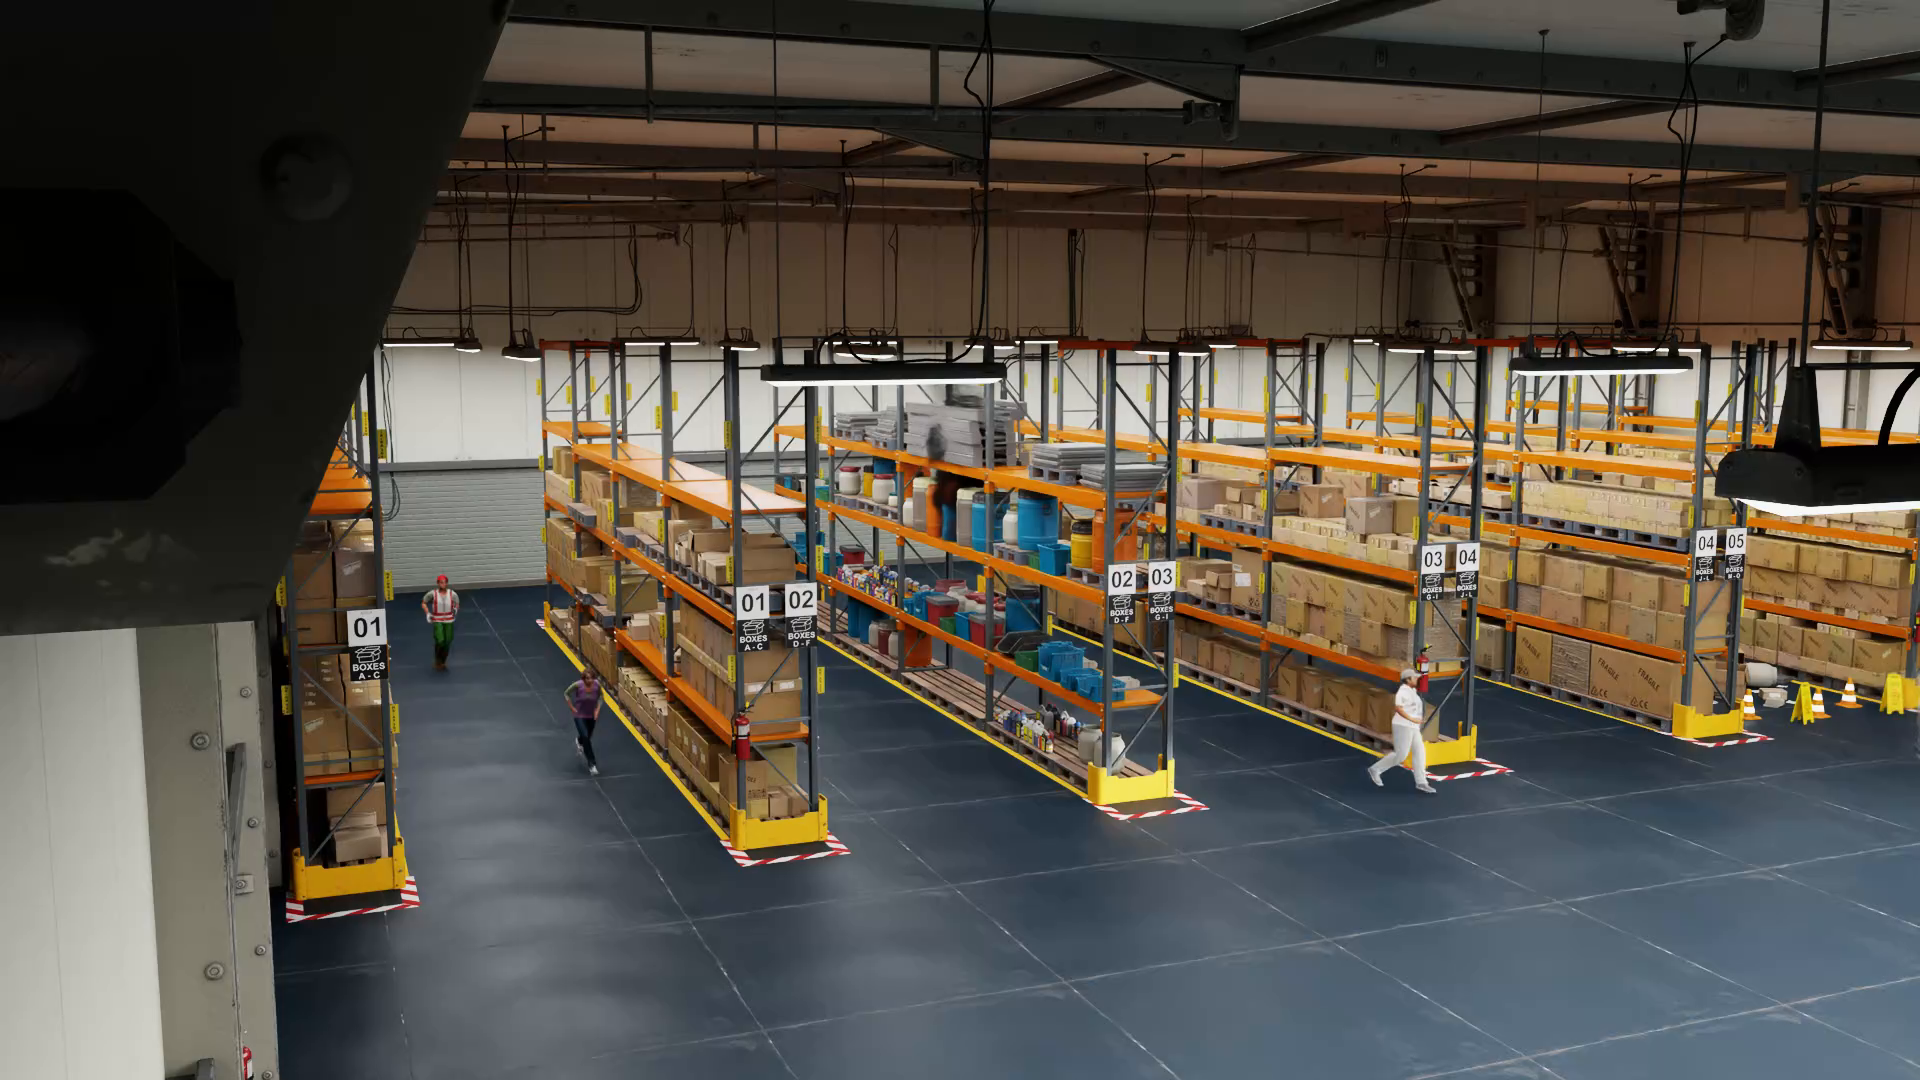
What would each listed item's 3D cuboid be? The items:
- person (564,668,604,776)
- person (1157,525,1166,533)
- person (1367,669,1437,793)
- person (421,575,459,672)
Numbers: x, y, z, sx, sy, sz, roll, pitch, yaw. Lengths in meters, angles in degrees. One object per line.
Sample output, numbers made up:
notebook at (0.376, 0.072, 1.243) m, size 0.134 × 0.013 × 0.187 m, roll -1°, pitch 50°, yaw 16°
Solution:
person at (-5.362, 2.525, 23.679) m, size 0.557 × 1.548 × 0.894 m, roll -3°, pitch 8°, yaw -22°
person at (5.084, 0.116, 41.287) m, size 0.672 × 1.792 × 0.747 m, roll -2°, pitch 8°, yaw -16°
person at (6.101, 2.574, 22.694) m, size 0.920 × 1.635 × 0.692 m, roll 4°, pitch 8°, yaw 28°
person at (-9.420, 1.515, 30.314) m, size 0.634 × 1.773 × 0.674 m, roll -5°, pitch 9°, yaw -31°
